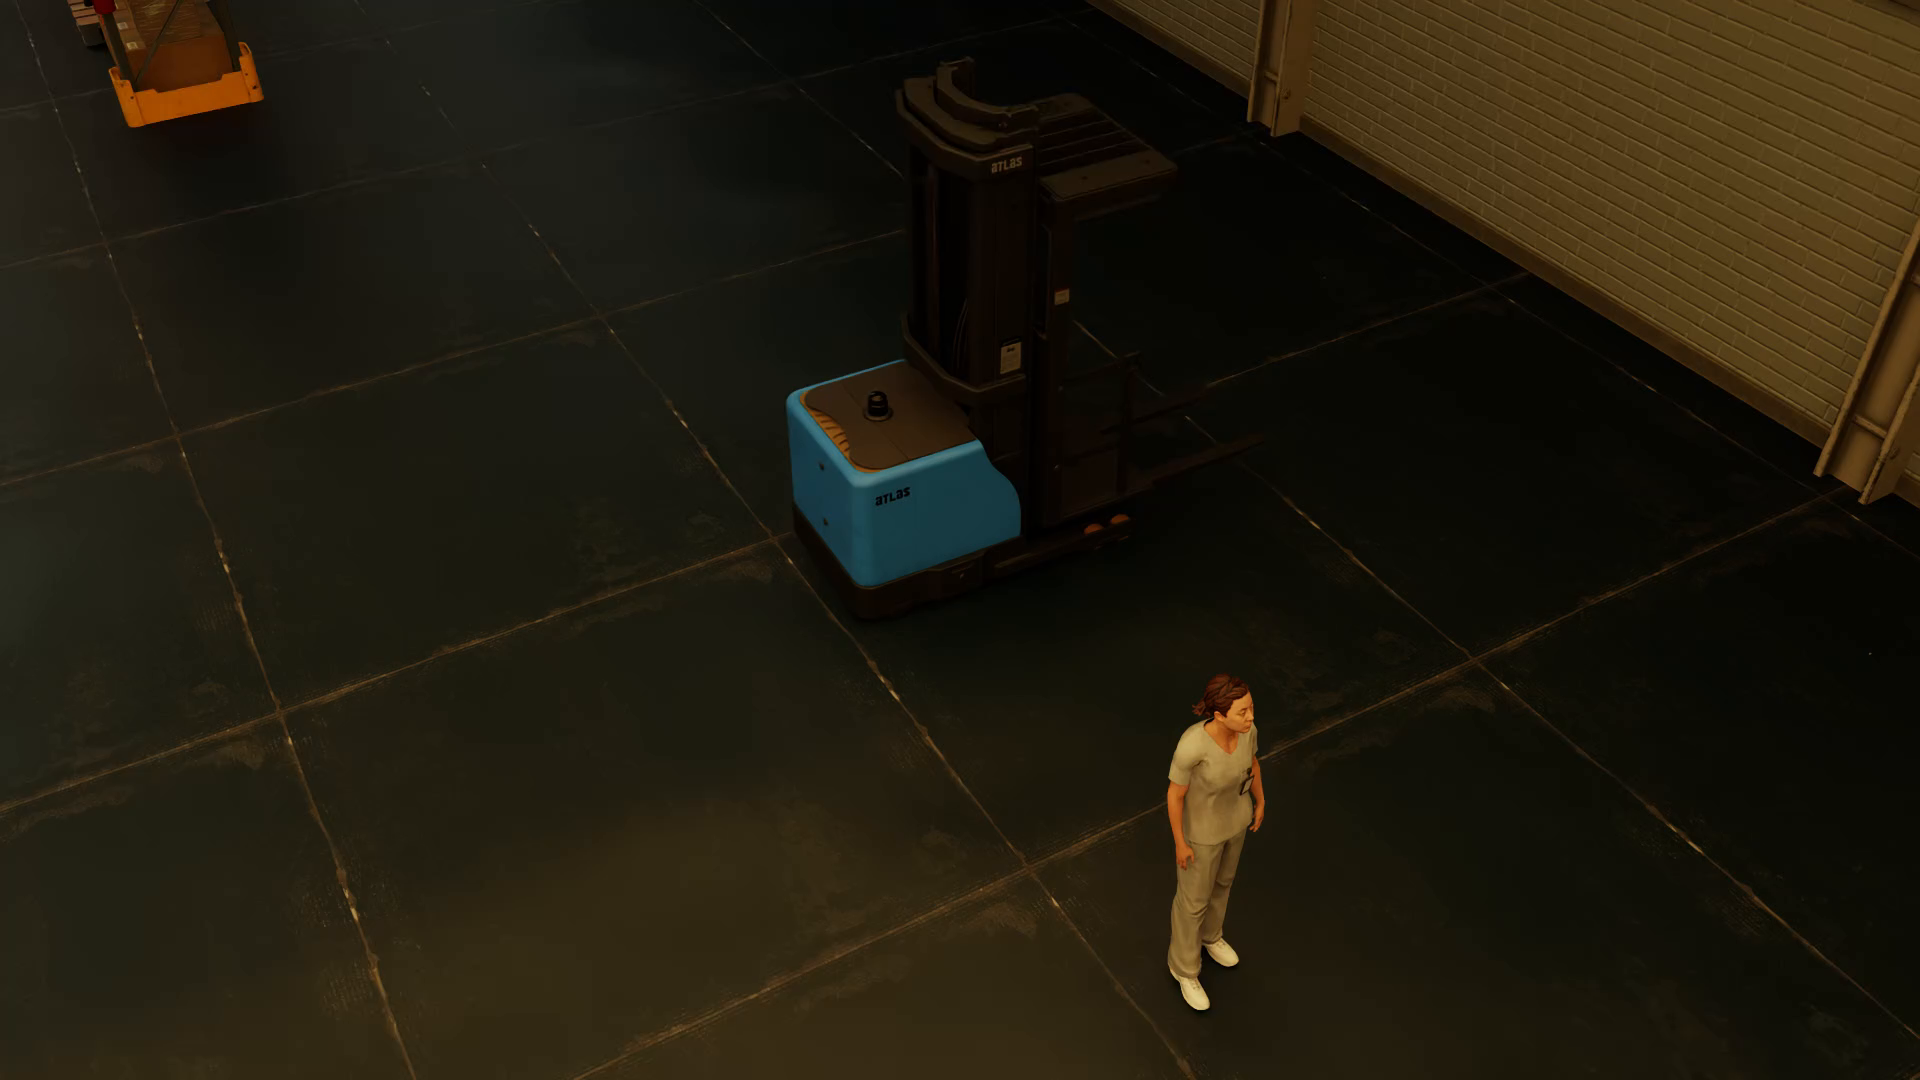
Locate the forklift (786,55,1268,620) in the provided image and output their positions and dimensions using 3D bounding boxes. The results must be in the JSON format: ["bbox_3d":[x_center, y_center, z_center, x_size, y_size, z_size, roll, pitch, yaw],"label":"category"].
[{"bbox_3d":[0.511,-1.342,9.654,3.031,2.935,1.130,-19,43,-22],"label":"forklift"}]

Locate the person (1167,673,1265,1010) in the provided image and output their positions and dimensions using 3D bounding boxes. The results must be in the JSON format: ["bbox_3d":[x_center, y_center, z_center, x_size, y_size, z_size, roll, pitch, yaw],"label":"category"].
[{"bbox_3d":[1.173,1.317,7.428,0.550,1.662,0.548,-24,45,-26],"label":"person"}]
